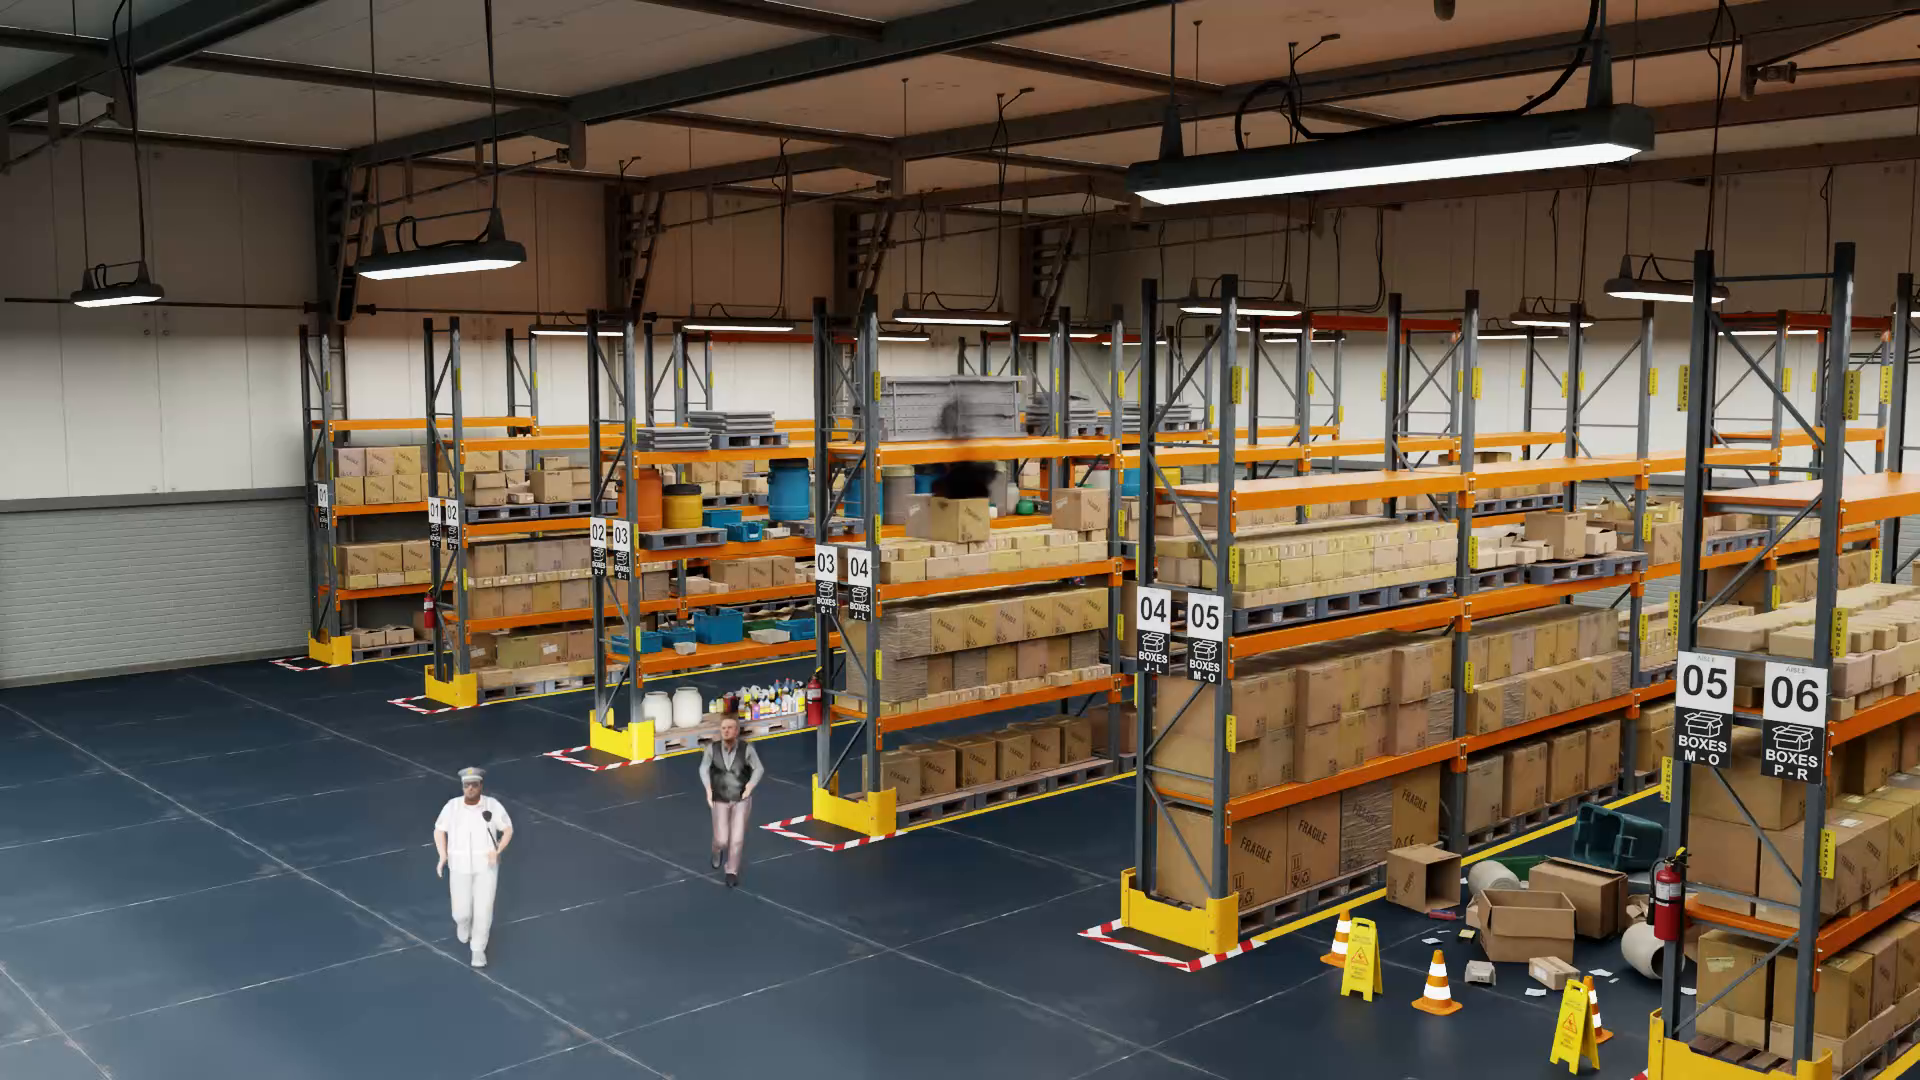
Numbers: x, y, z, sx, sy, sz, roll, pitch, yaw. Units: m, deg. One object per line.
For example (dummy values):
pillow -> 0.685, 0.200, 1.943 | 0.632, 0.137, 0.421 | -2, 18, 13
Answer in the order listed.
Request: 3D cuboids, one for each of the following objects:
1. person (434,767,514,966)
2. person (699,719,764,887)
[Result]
person -> -4.263, 2.838, 14.602 | 0.679, 1.733, 0.592 | -1, 6, -13
person -> -2.309, 2.640, 16.831 | 0.656, 1.692, 0.627 | -1, 6, -6
